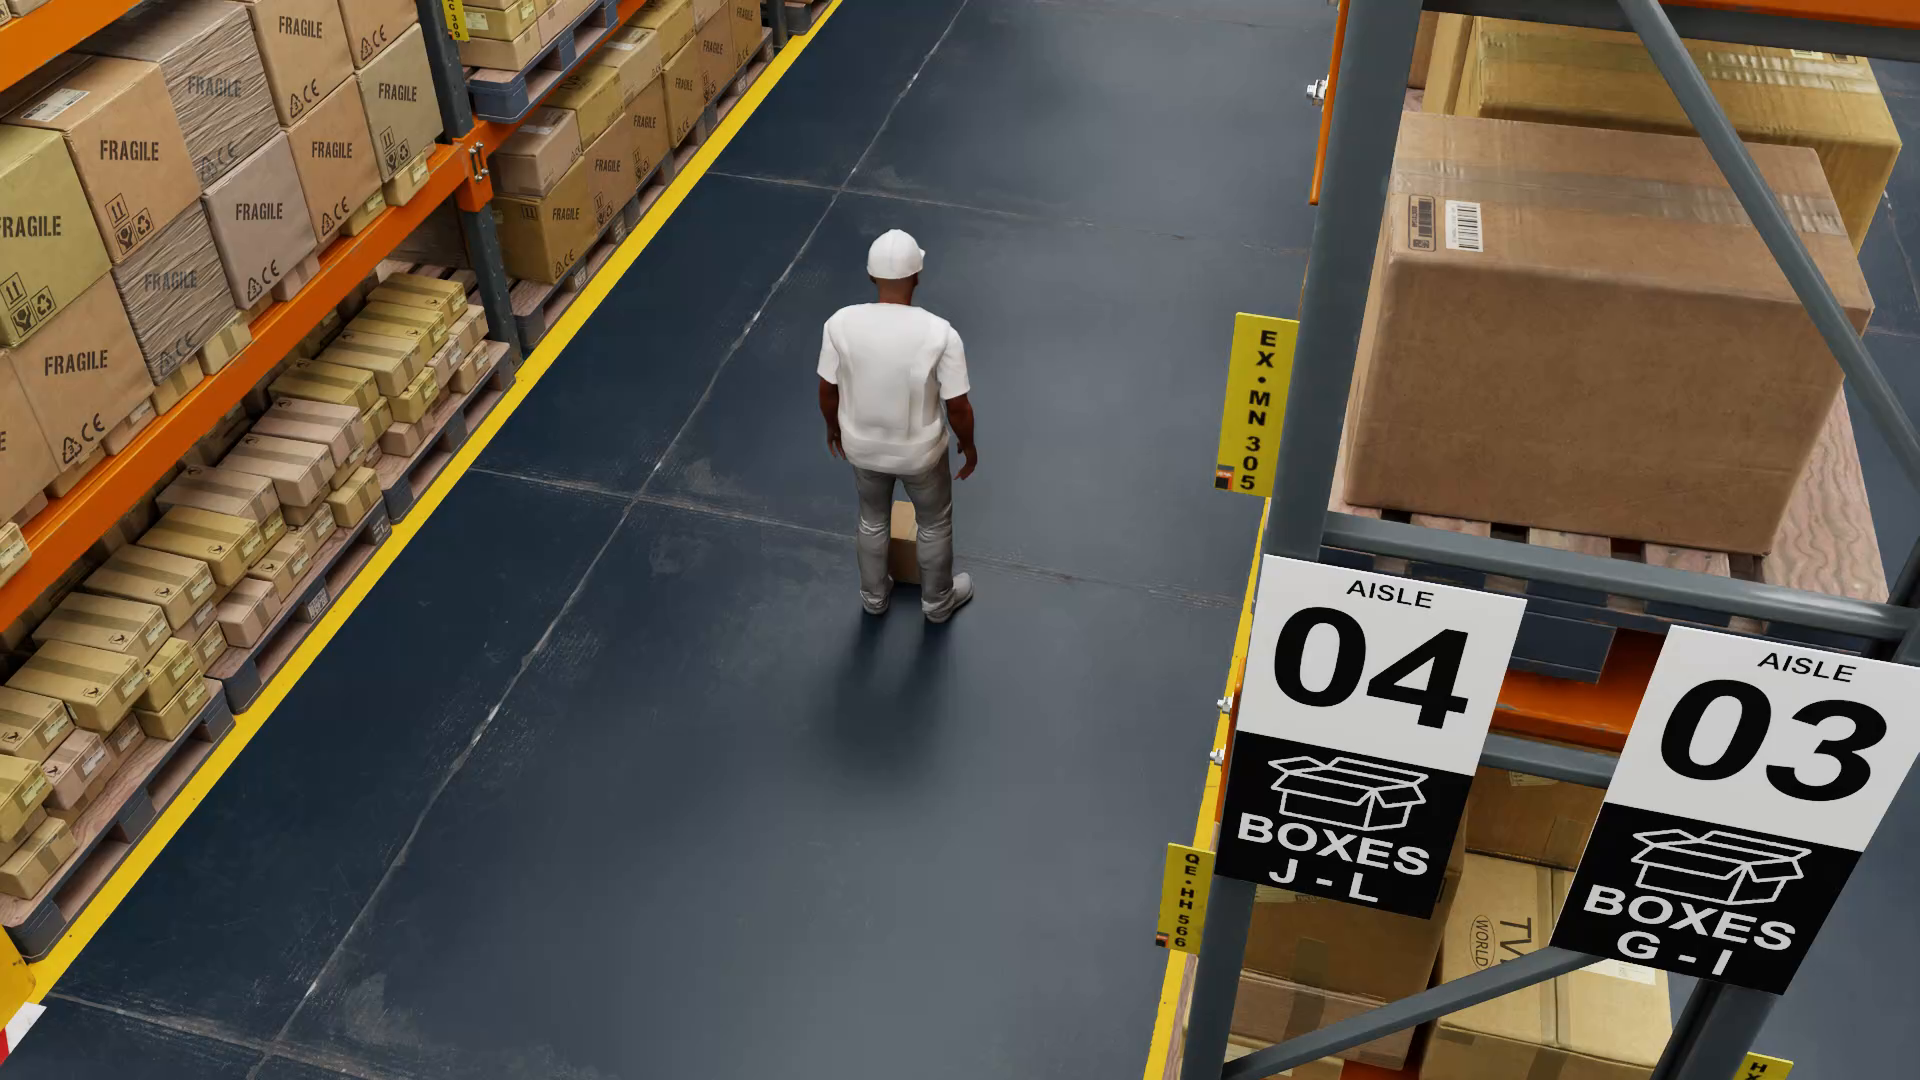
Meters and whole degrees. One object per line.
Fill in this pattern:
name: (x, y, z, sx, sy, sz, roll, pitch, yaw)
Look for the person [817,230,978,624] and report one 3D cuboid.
person: (-0.239, -0.411, 6.623, 0.627, 1.757, 0.461, 10, 42, 11)
